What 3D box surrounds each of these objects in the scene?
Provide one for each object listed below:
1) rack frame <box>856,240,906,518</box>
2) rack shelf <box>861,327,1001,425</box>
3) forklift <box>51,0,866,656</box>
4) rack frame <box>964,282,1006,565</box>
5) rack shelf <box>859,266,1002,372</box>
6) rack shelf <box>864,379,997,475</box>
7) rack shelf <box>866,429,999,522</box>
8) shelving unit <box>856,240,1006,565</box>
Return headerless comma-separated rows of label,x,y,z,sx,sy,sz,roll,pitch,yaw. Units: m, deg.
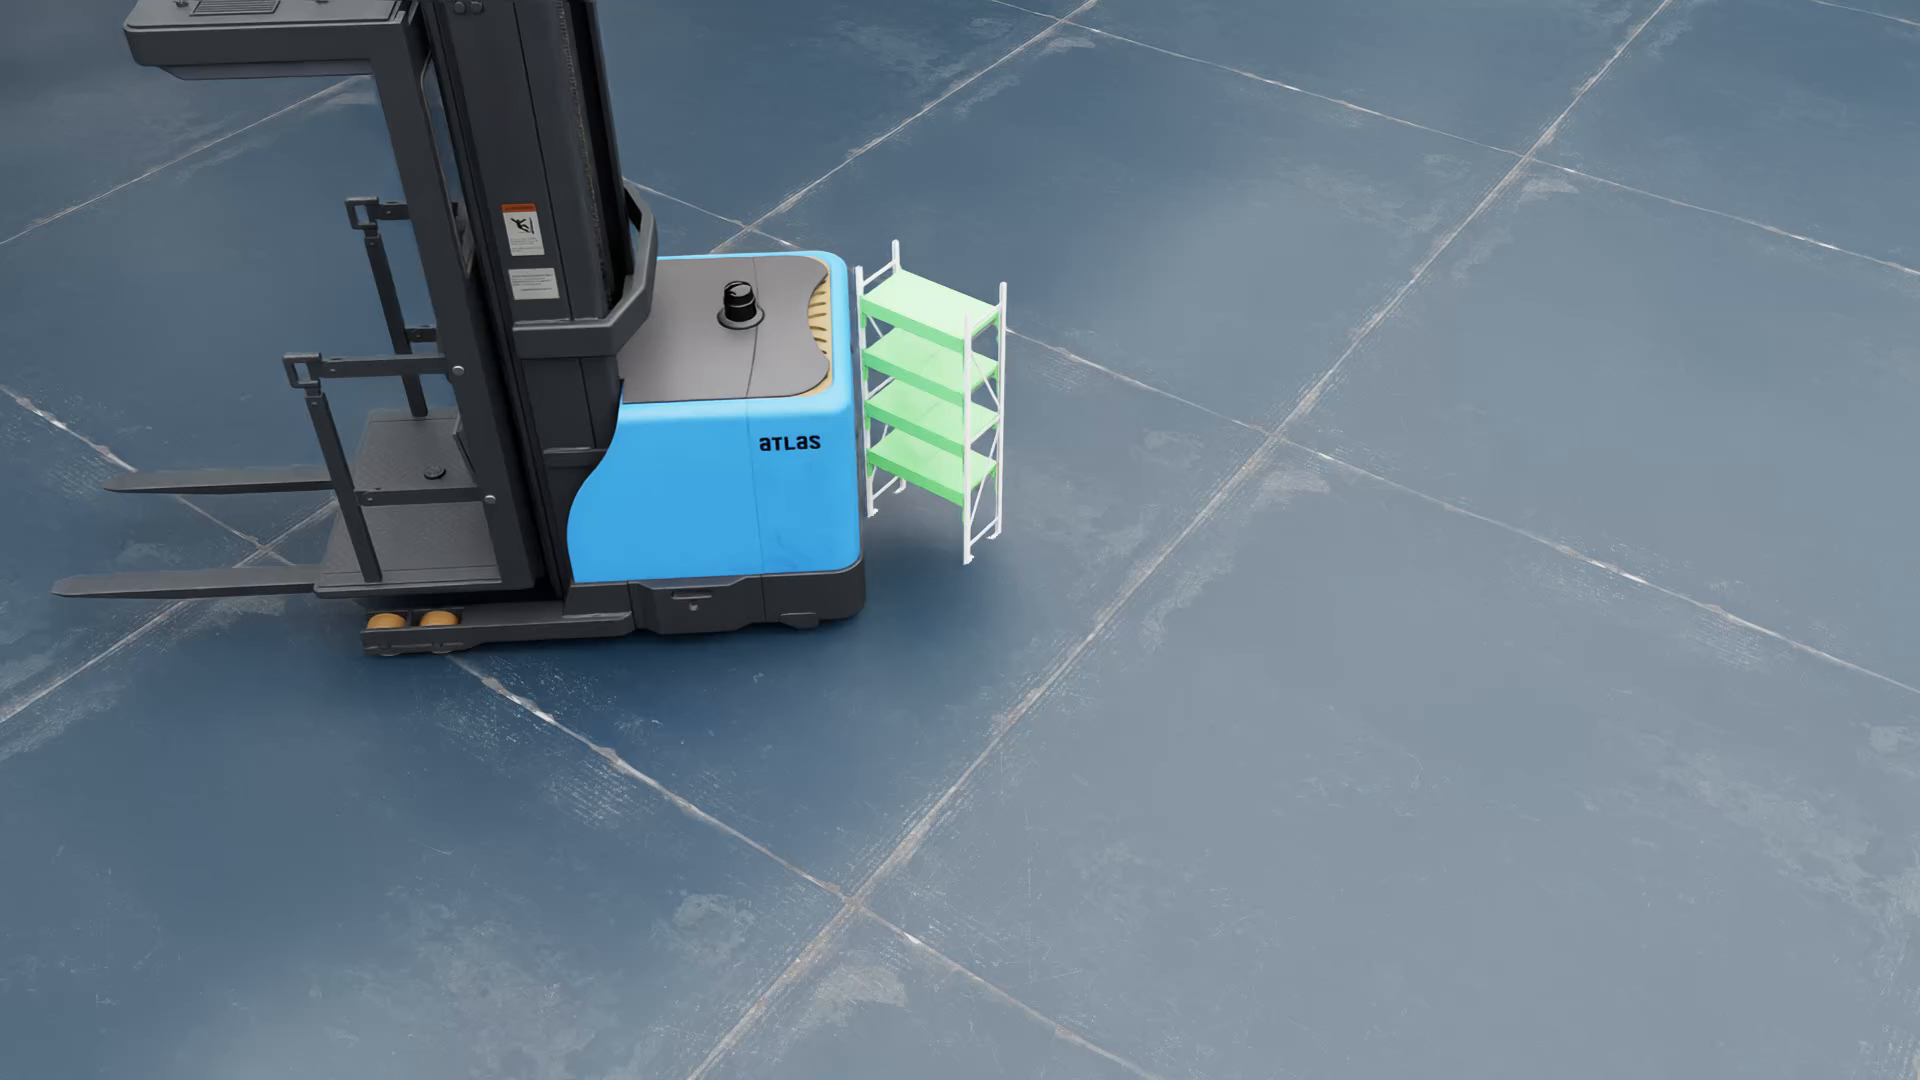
rack frame,-0.305,-0.605,6.527,0.015,1.200,0.240,26,48,26
rack shelf,-0.107,-0.641,6.303,0.480,0.148,0.258,26,48,26
forklift,-1.903,-1.022,5.694,3.031,2.935,1.130,-3,42,-3
rack frame,0.091,-0.415,6.314,0.015,1.200,0.240,26,48,26
rack shelf,-0.107,-0.820,6.143,0.480,0.148,0.258,26,48,26
rack shelf,-0.107,-0.462,6.463,0.480,0.148,0.258,26,48,26
rack shelf,-0.107,-0.284,6.623,0.480,0.148,0.258,26,48,26
shelving unit,-0.107,-0.510,6.420,0.503,1.200,0.258,26,48,26
